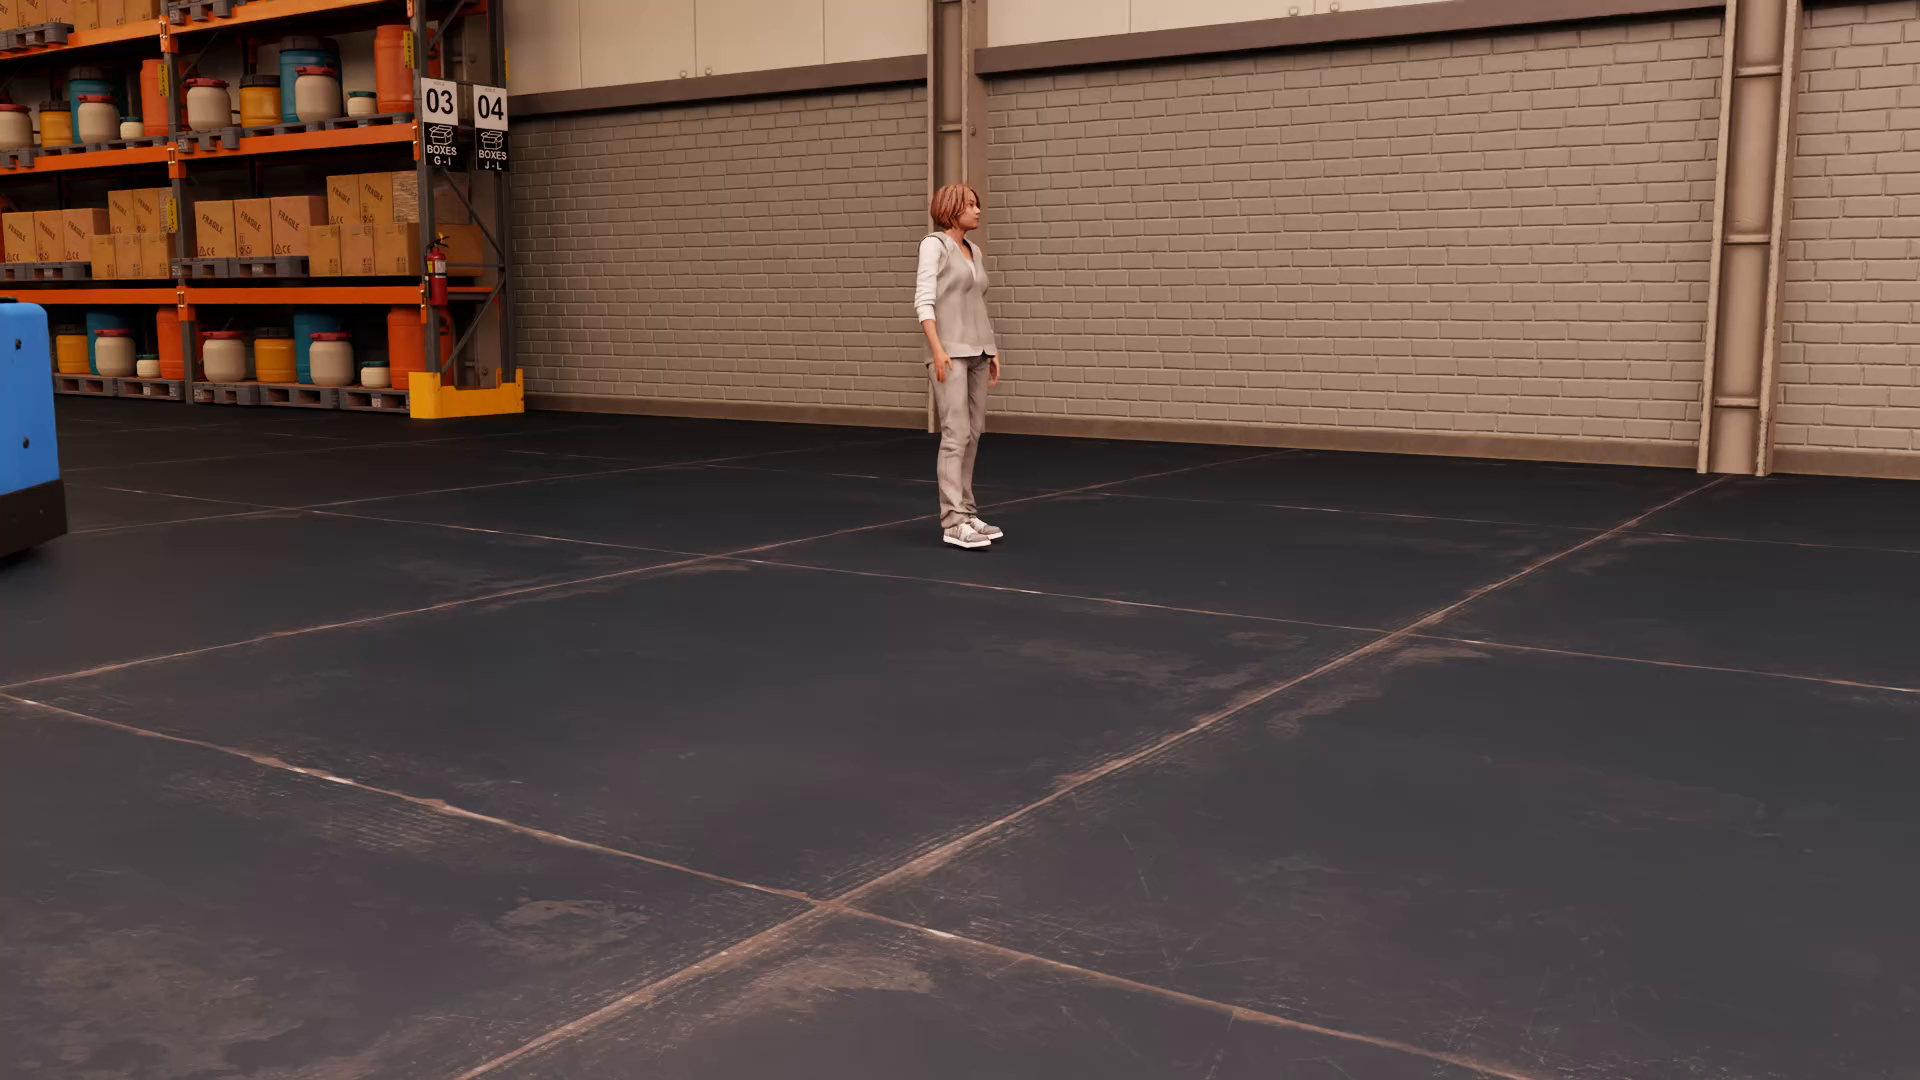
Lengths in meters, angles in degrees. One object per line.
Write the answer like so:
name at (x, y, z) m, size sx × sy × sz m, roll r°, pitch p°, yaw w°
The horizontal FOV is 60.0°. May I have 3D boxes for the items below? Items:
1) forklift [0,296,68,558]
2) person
forklift at (-5.341, -1.314, 6.432) m, size 3.031 × 2.935 × 1.130 m, roll -1°, pitch 8°, yaw -10°
person at (0.054, -0.791, 7.437) m, size 0.473 × 1.599 × 0.520 m, roll 5°, pitch 10°, yaw 34°
